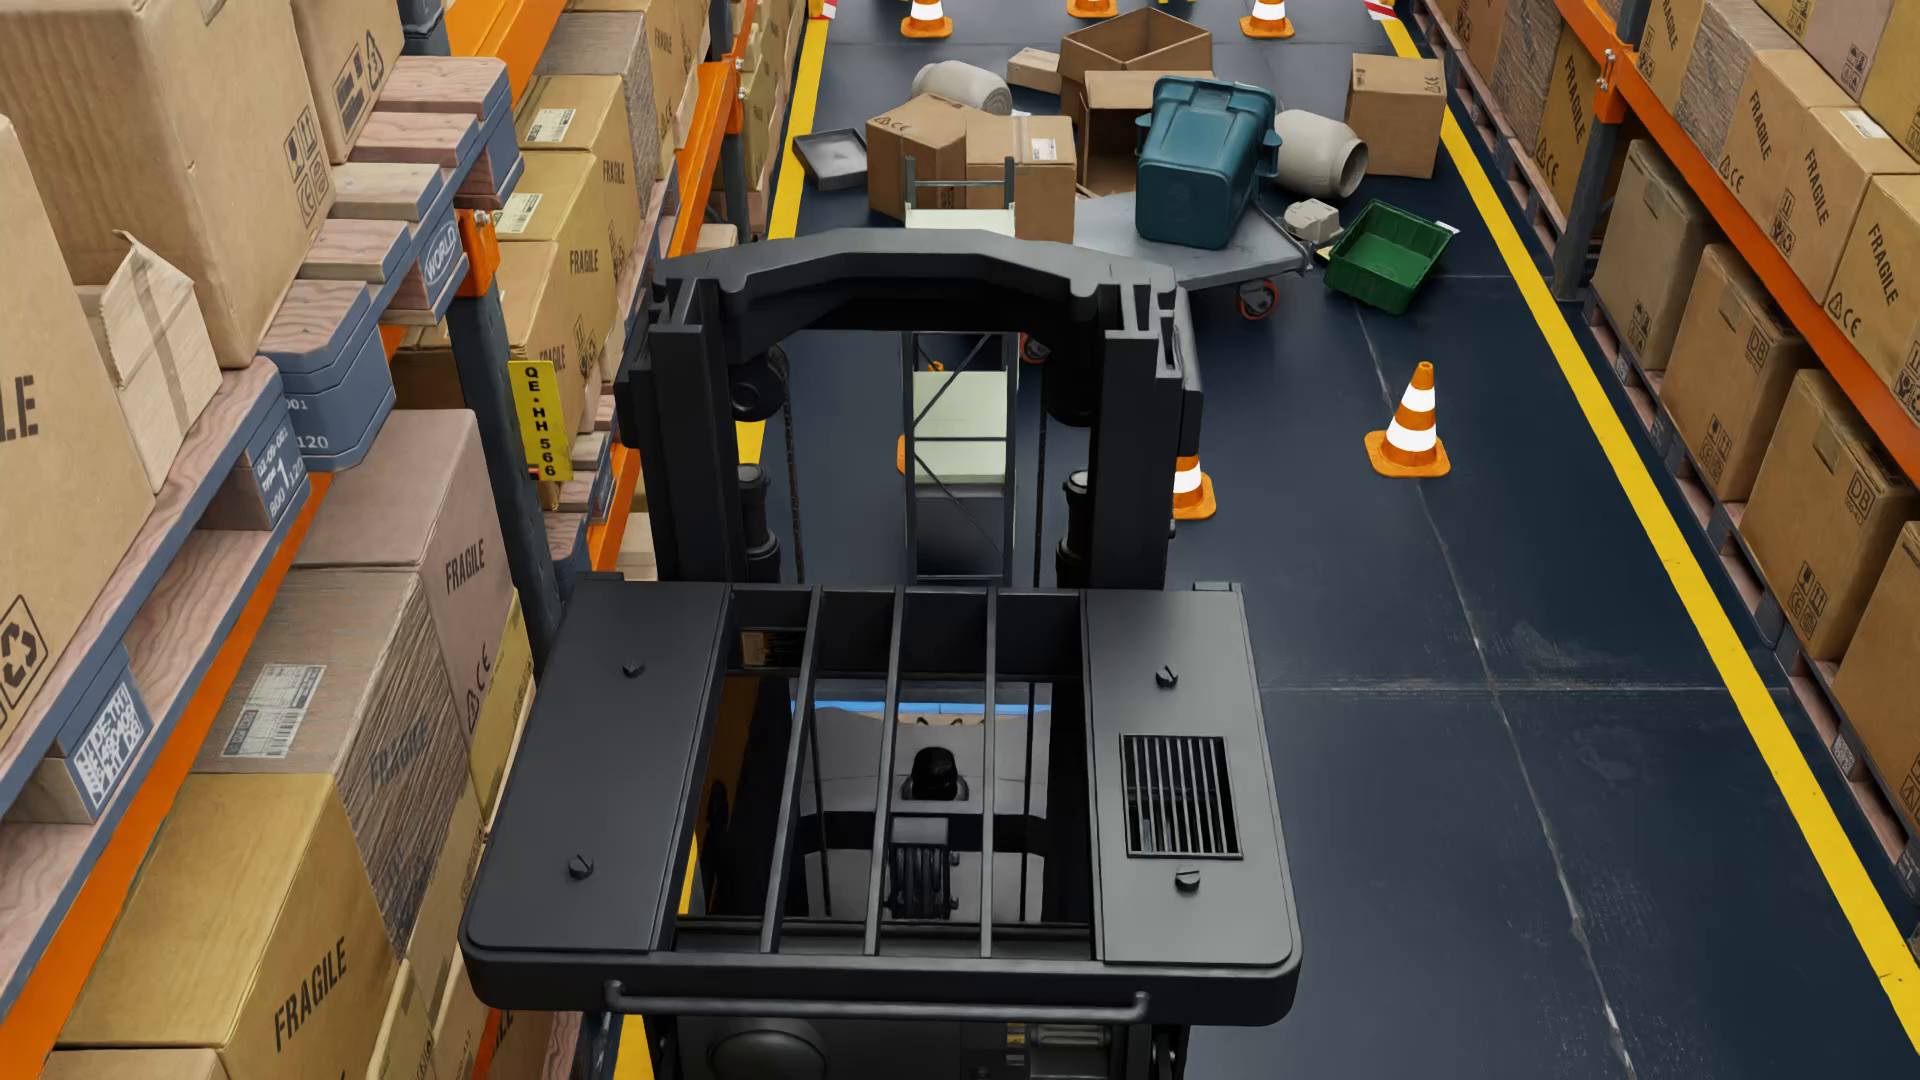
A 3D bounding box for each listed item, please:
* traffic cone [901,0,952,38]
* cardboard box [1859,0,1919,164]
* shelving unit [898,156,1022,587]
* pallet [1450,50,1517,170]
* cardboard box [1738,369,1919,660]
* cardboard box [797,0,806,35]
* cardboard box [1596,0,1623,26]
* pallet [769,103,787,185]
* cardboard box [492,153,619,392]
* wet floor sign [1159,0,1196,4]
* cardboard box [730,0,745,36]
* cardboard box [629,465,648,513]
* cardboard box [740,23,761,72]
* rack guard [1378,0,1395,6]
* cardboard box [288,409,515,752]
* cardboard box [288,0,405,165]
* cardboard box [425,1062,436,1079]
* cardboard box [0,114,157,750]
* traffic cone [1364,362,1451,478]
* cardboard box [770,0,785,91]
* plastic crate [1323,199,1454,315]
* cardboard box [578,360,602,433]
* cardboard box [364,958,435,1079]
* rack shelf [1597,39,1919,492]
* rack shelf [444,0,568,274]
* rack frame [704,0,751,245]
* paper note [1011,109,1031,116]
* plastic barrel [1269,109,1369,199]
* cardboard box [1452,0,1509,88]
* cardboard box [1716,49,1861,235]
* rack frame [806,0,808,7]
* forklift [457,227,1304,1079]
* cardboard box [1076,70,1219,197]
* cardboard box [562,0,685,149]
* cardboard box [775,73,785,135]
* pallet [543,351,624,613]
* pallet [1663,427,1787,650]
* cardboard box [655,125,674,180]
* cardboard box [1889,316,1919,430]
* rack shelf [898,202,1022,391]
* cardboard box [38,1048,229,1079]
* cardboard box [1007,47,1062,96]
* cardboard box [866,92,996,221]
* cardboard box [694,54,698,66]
[{"bbox_3d":[-0.219,-3.556,10.817,0.336,0.463,0.334,0,39,0],"label":"traffic cone"},{"bbox_3d":[3.453,-1.545,5.399,0.700,0.500,0.500,0,39,0],"label":"cardboard box"},{"bbox_3d":[0.000,-0.589,6.286,0.431,1.500,0.755,0,39,0],"label":"shelving unit"},{"bbox_3d":[3.518,-2.532,9.740,1.003,0.211,1.213,0,39,0],"label":"pallet"},{"bbox_3d":[3.534,-0.091,5.929,1.050,0.750,0.750,1,39,1],"label":"cardboard box"},{"bbox_3d":[-1.240,-3.385,10.438,0.500,0.250,0.500,0,39,0],"label":"cardboard box"},{"bbox_3d":[3.433,-2.669,7.561,0.875,0.550,0.550,0,39,0],"label":"cardboard box"},{"bbox_3d":[-1.545,-2.409,9.588,1.003,0.211,1.213,0,39,0],"label":"pallet"},{"bbox_3d":[-1.277,-0.738,4.618,0.500,0.500,0.500,2,39,2],"label":"cardboard box"},{"bbox_3d":[1.460,-3.979,11.199,0.267,0.644,0.232,-6,39,-8],"label":"wet floor sign"},{"bbox_3d":[-1.185,-2.412,7.562,0.380,0.149,0.250,0,39,0],"label":"cardboard box"},{"bbox_3d":[-1.495,-0.239,6.415,0.950,0.372,0.625,1,39,1],"label":"cardboard box"},{"bbox_3d":[-1.176,-2.397,8.086,0.380,0.149,0.250,0,39,1],"label":"cardboard box"},{"bbox_3d":[3.440,-3.920,11.242,1.175,0.500,0.348,0,39,0],"label":"rack guard"},{"bbox_3d":[-1.238,0.083,3.368,0.500,0.500,0.500,-1,39,-1],"label":"cardboard box"},{"bbox_3d":[-1.349,-0.950,2.720,0.797,0.503,0.637,-2,39,-3],"label":"cardboard box"},{"bbox_3d":[-1.239,1.198,2.977,0.500,0.250,0.500,0,39,-1],"label":"cardboard box"},{"bbox_3d":[-1.208,-0.083,1.640,0.500,0.500,0.500,0,39,0],"label":"cardboard box"},{"bbox_3d":[1.936,-0.550,7.066,0.336,0.463,0.334,0,39,0],"label":"traffic cone"},{"bbox_3d":[-1.247,-2.724,9.014,0.500,0.500,0.500,2,39,2],"label":"cardboard box"},{"bbox_3d":[2.135,-1.412,8.316,0.450,0.188,0.662,27,45,16],"label":"plastic crate"},{"bbox_3d":[-1.236,-0.428,4.751,0.380,0.149,0.250,-2,39,-3],"label":"cardboard box"},{"bbox_3d":[-1.220,0.996,2.829,0.500,0.250,0.500,-1,39,-1],"label":"cardboard box"},{"bbox_3d":[3.447,-0.848,5.985,1.077,0.370,4.000,0,39,0],"label":"rack shelf"},{"bbox_3d":[-1.503,-1.952,4.963,1.077,0.370,4.000,0,39,0],"label":"rack shelf"},{"bbox_3d":[-1.505,-2.313,7.237,1.000,3.000,0.127,0,39,0],"label":"rack frame"},{"bbox_3d":[0.333,-2.530,9.892,0.148,0.019,0.142,13,40,15],"label":"paper note"},{"bbox_3d":[1.910,-2.082,9.010,0.512,0.421,0.421,28,46,30],"label":"plastic barrel"},{"bbox_3d":[3.510,-3.241,9.759,0.875,0.875,0.875,-1,39,-1],"label":"cardboard box"},{"bbox_3d":[3.176,-1.461,6.094,0.500,0.500,0.500,0,39,0],"label":"cardboard box"},{"bbox_3d":[-1.510,-4.814,10.358,1.000,3.000,0.127,0,39,0],"label":"rack frame"},{"bbox_3d":[-0.093,1.051,3.095,1.130,2.935,3.031,1,39,1],"label":"forklift"},{"bbox_3d":[1.033,-2.211,8.999,0.797,0.637,0.503,0,39,0],"label":"cardboard box"},{"bbox_3d":[-1.279,-1.710,5.832,0.500,0.500,0.500,1,39,1],"label":"cardboard box"},{"bbox_3d":[-1.251,-2.438,9.257,0.500,0.250,0.500,-1,39,-1],"label":"cardboard box"},{"bbox_3d":[-1.608,-0.182,4.732,1.213,0.211,1.003,0,39,0],"label":"pallet"},{"bbox_3d":[3.525,-0.044,6.636,1.003,0.211,1.213,0,39,0],"label":"pallet"},{"bbox_3d":[-1.242,-1.419,5.987,0.380,0.149,0.250,0,39,0],"label":"cardboard box"},{"bbox_3d":[3.181,-0.510,4.908,0.500,0.500,0.500,0,39,0],"label":"cardboard box"},{"bbox_3d":[0.000,-0.894,6.042,0.431,0.370,0.720,0,39,0],"label":"rack shelf"},{"bbox_3d":[-1.242,1.031,2.186,0.500,0.500,0.500,-1,39,-1],"label":"cardboard box"},{"bbox_3d":[0.512,-2.884,10.229,0.380,0.149,0.250,20,43,23],"label":"cardboard box"},{"bbox_3d":[-0.146,-2.009,8.855,0.500,0.500,0.500,28,46,30],"label":"cardboard box"},{"bbox_3d":[-1.246,-1.892,6.577,0.380,0.149,0.250,-1,39,-1],"label":"cardboard box"}]
